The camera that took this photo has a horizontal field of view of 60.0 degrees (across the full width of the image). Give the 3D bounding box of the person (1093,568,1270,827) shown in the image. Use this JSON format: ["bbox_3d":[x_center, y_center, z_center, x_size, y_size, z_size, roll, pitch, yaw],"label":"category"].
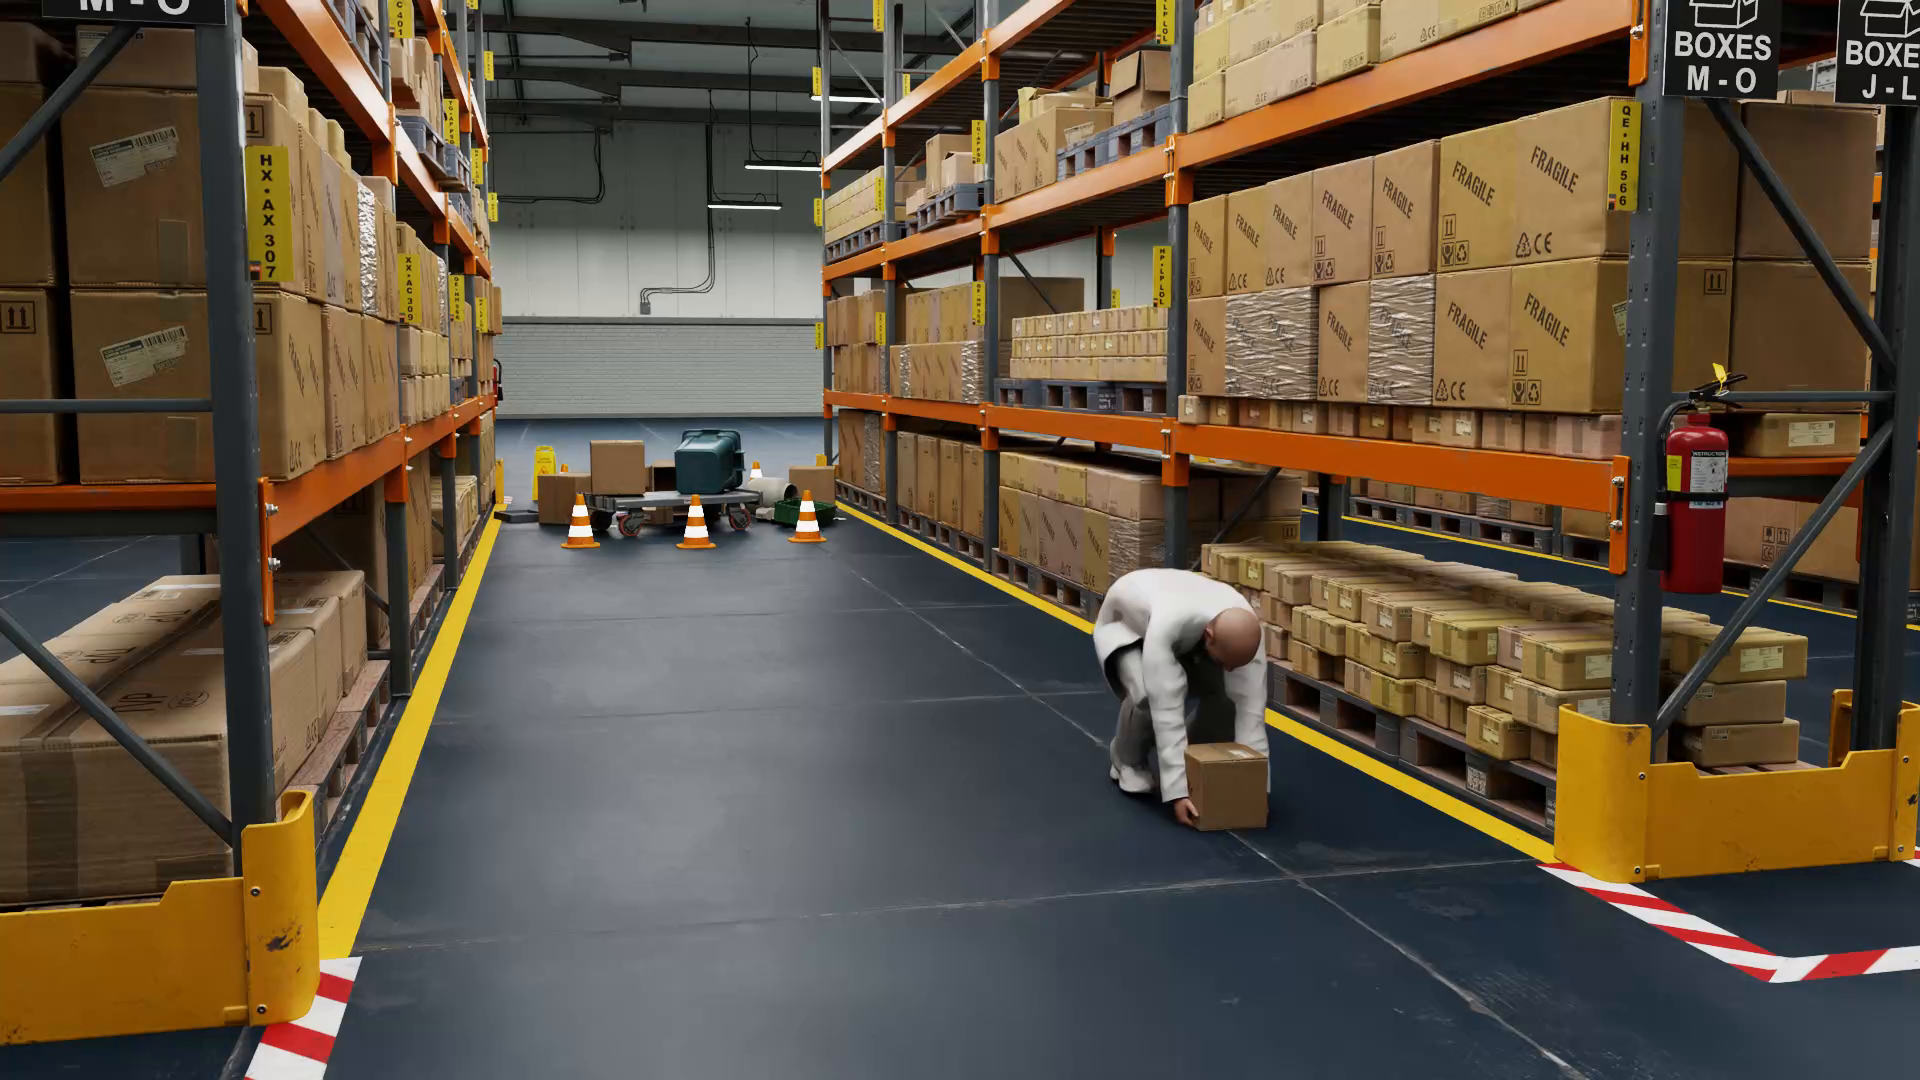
[{"bbox_3d":[0.836,0.551,6.201,0.587,0.862,0.953,-2,6,-17],"label":"person"}]
